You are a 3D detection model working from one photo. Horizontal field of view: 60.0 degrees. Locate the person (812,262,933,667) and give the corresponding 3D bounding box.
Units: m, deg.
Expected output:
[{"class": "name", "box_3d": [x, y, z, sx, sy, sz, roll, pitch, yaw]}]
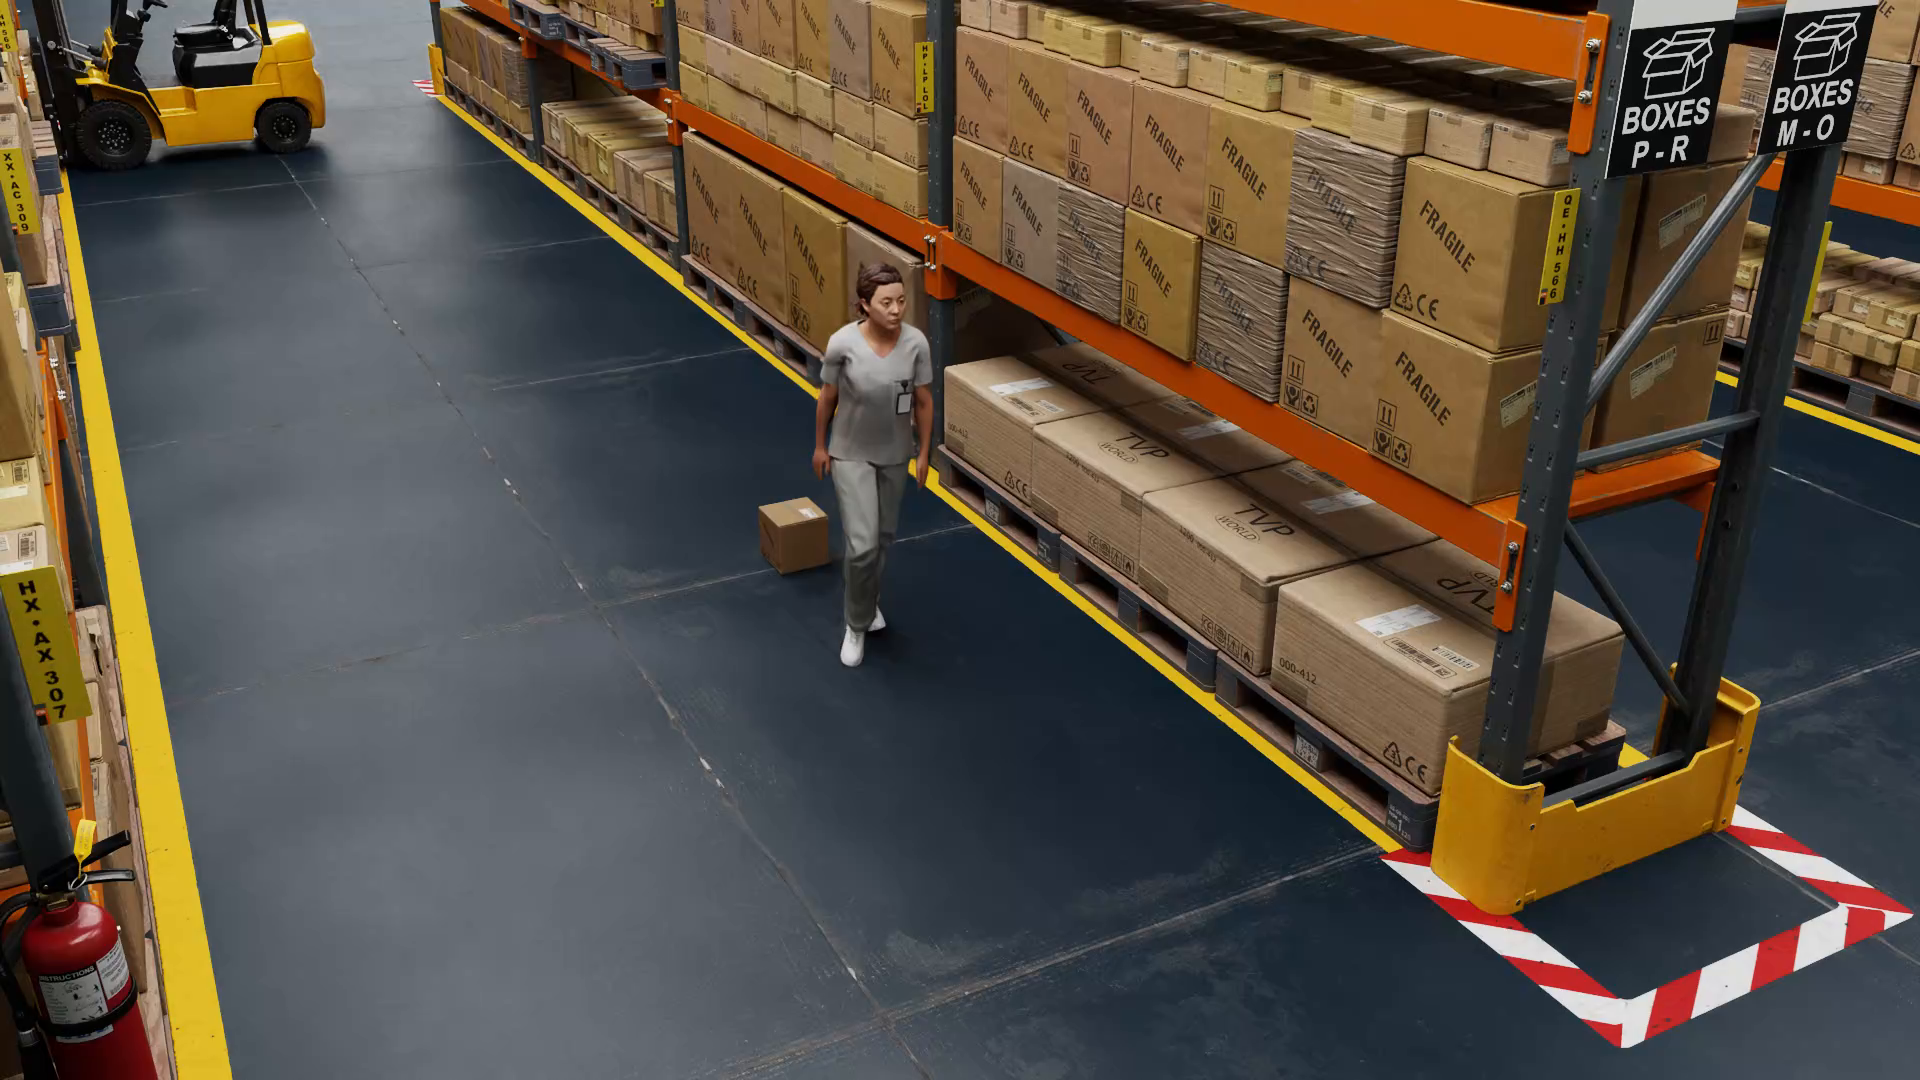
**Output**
[{"class": "person", "box_3d": [-0.351, -0.339, 6.818, 0.472, 1.676, 0.537, -10, 27, -20]}]
